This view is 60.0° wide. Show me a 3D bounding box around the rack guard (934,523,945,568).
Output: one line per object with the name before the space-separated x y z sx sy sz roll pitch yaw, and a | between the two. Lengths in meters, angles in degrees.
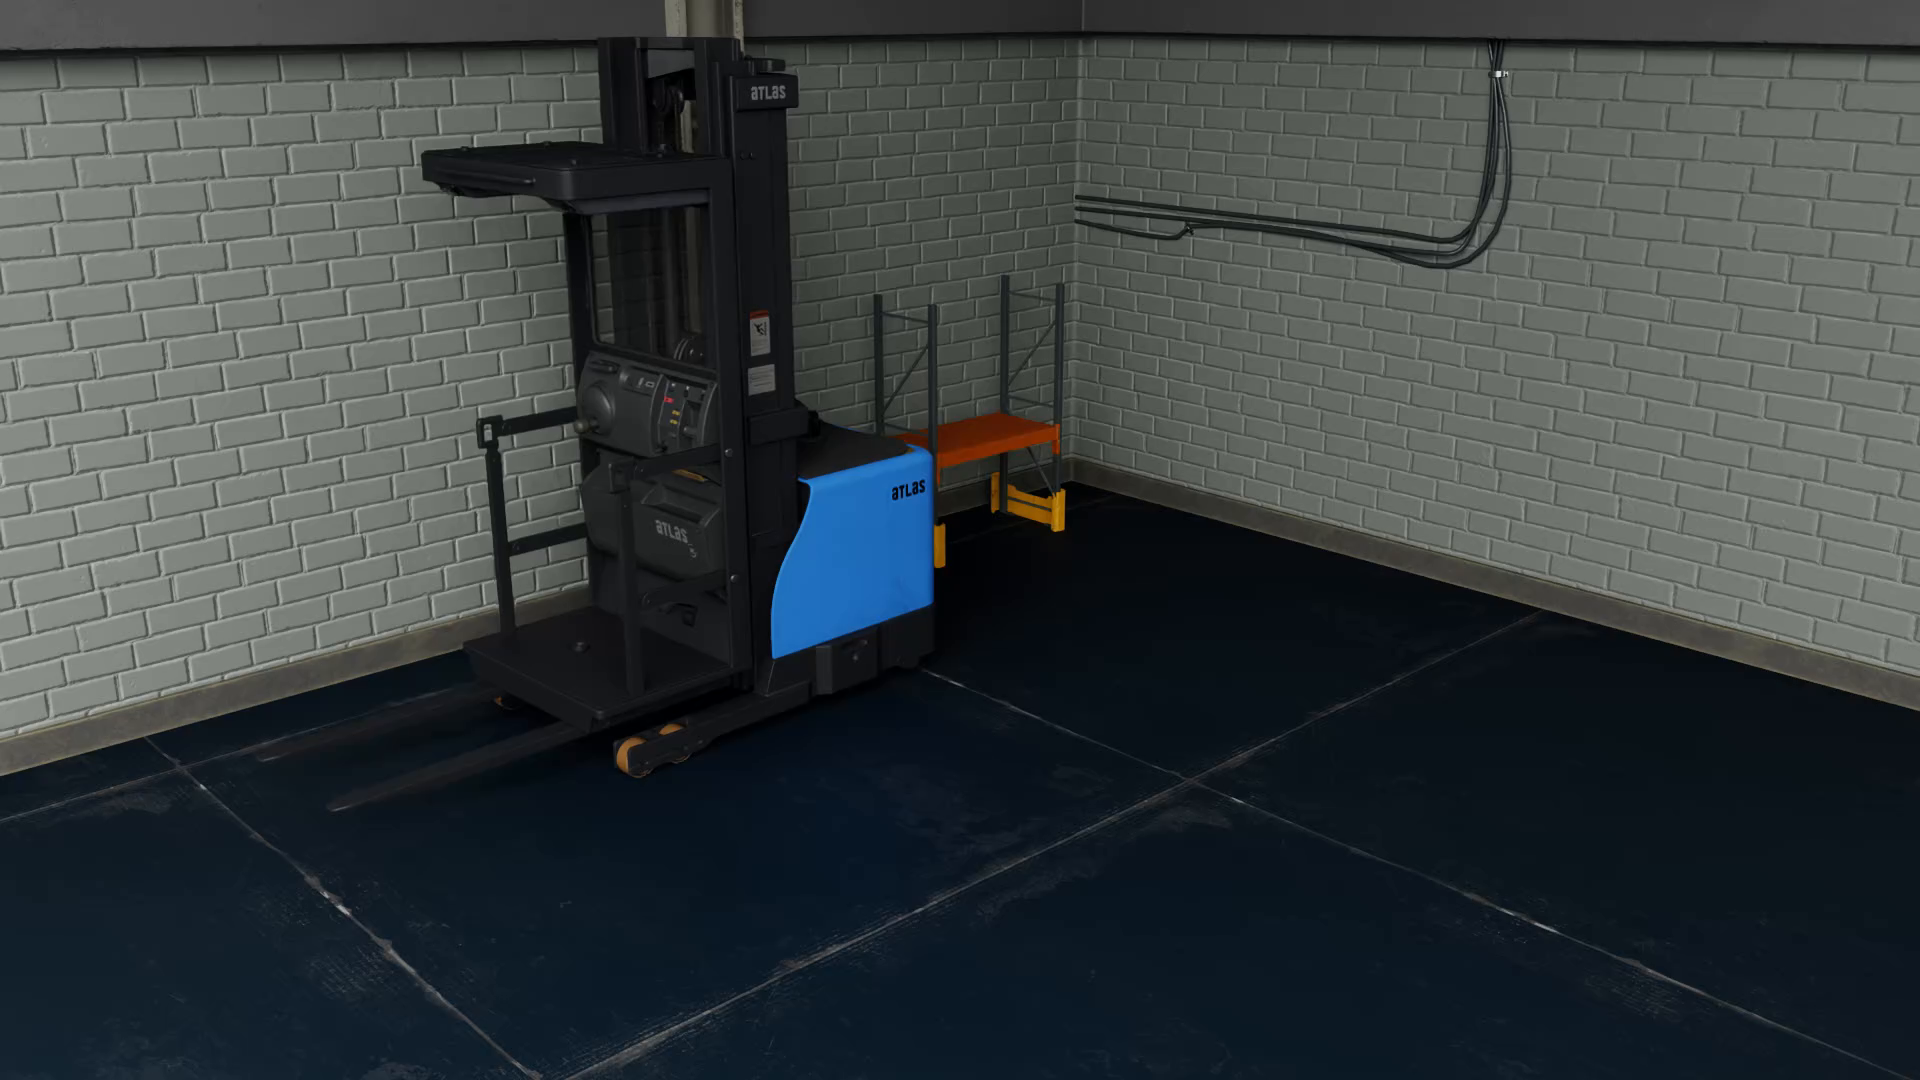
rack guard | -0.306 -0.030 9.670 0.087 0.250 0.587 -16 24 -41

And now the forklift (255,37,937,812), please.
forklift | -1.503 -0.582 7.027 1.130 2.935 3.031 17 24 42

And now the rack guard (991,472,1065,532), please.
rack guard | 0.417 -0.241 10.321 0.087 0.250 0.587 -16 24 -41

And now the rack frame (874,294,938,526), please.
rack frame | -0.307 -0.624 9.477 0.032 1.500 0.500 -16 24 -41

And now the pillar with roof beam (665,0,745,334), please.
pillar with roof beam | 1.631 -3.060 4.834 0.400 9.000 9.100 -16 24 -41

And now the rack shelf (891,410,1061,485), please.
rack shelf | 0.062 -0.560 9.865 1.000 0.185 0.538 -16 24 -41

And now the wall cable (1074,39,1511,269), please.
wall cable | 1.722 -2.876 9.299 0.112 2.526 3.097 -16 24 -41

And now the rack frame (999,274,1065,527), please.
rack frame | 0.431 -0.839 10.141 0.032 1.500 0.500 -16 24 -41

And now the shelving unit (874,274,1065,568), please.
shelving unit | 0.055 -0.730 9.803 1.083 1.500 0.587 -16 24 -41
